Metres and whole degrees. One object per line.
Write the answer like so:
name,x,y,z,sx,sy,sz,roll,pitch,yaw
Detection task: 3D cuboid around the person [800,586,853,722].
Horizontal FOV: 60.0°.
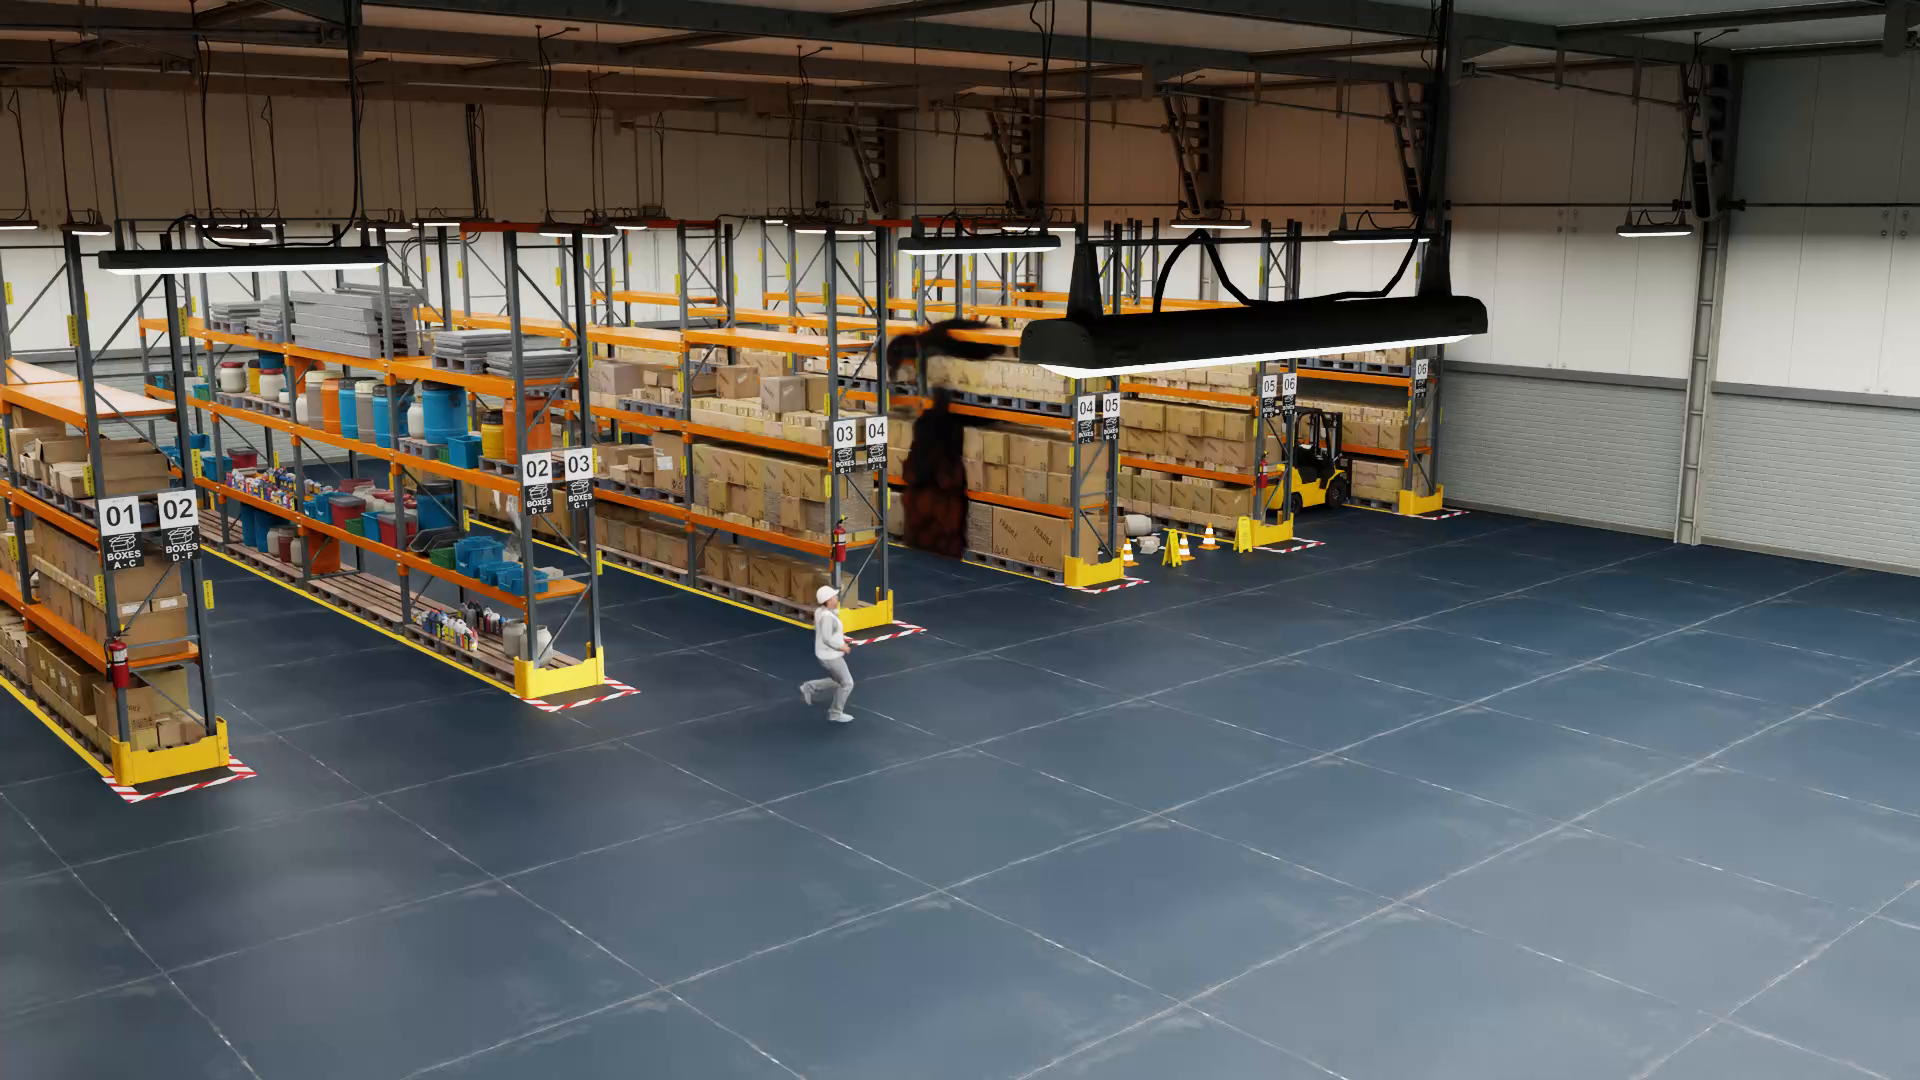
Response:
person,-1.656,1.415,20.562,0.640,1.729,0.687,-3,12,-16

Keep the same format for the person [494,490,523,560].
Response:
person,-8.029,-0.489,30.071,0.638,1.681,0.800,-10,15,-40

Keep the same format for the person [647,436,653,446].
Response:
person,-7.506,-2.749,41.194,0.638,1.735,0.736,2,12,8
